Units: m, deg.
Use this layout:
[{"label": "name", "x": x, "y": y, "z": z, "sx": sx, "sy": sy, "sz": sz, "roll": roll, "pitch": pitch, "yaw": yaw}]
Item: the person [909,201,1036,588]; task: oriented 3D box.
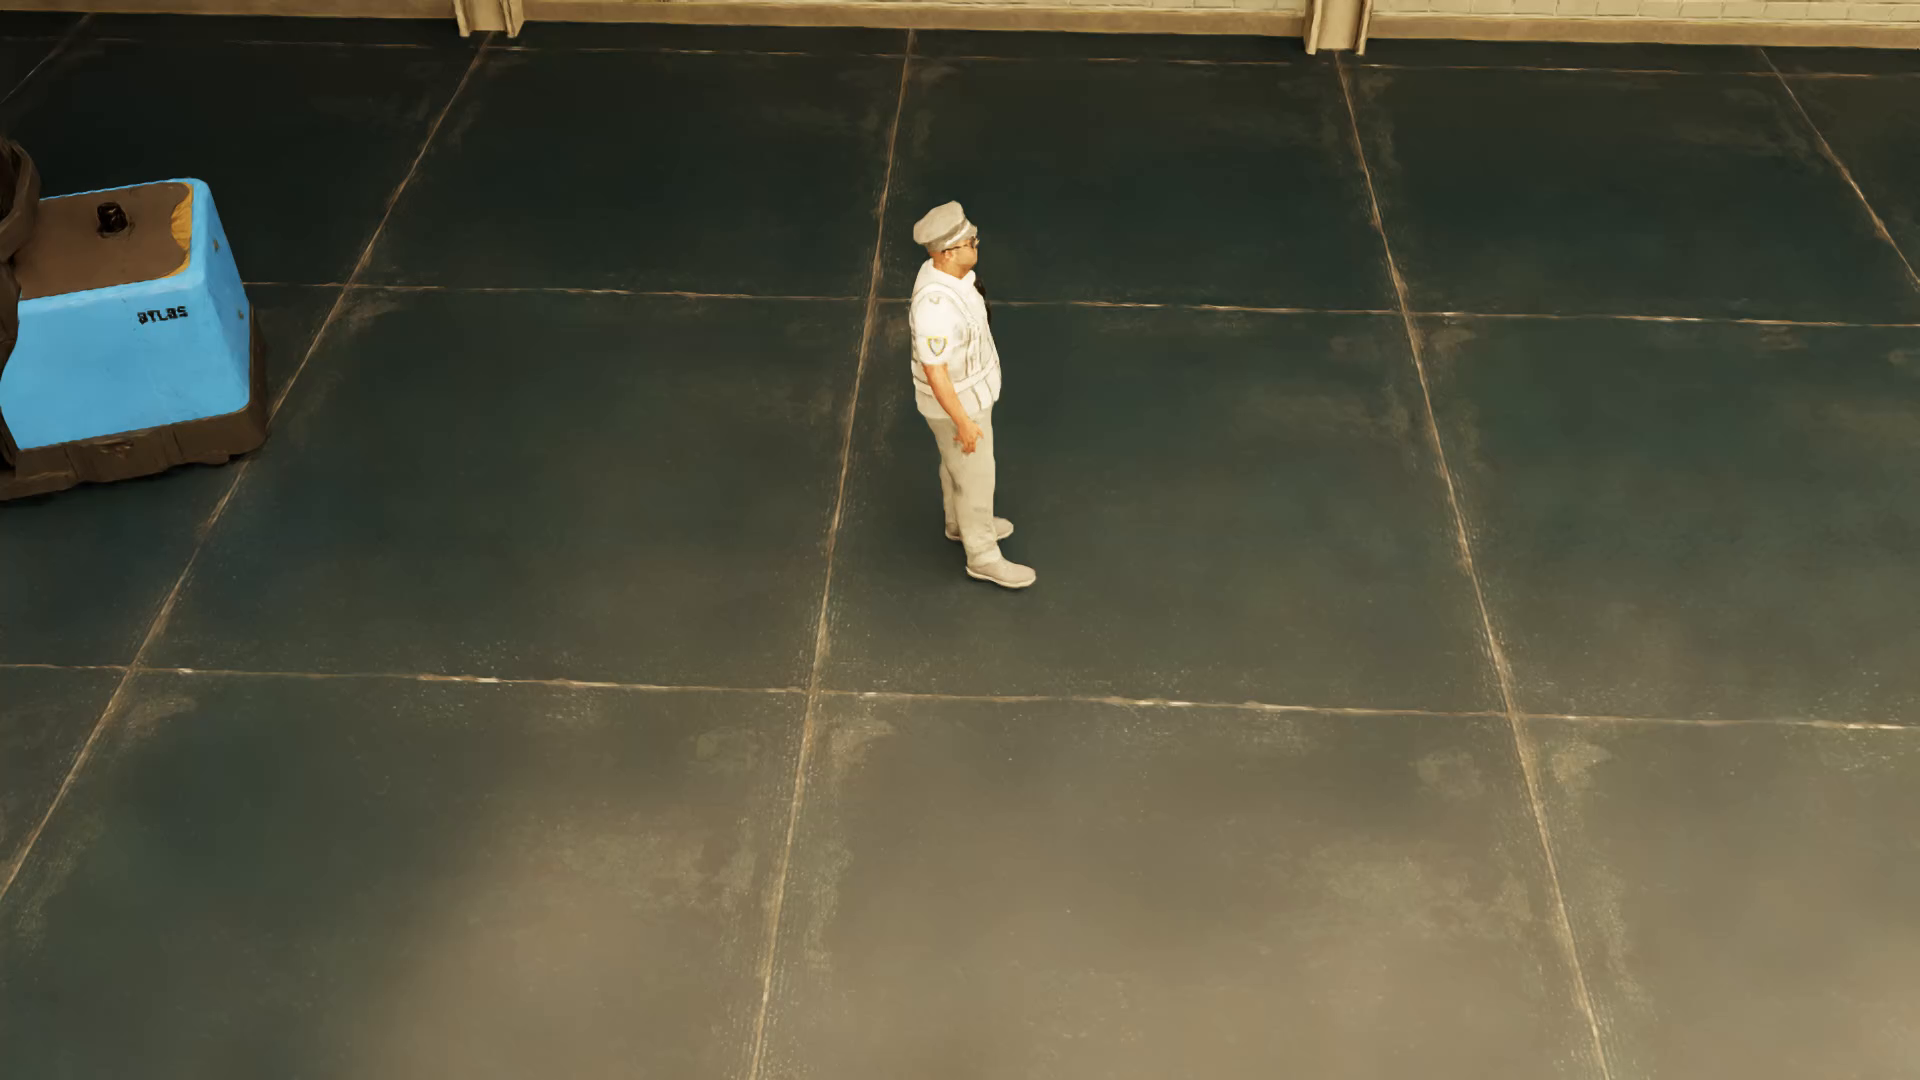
[{"label": "person", "x": 0.077, "y": -0.653, "z": 7.299, "sx": 0.574, "sy": 1.781, "sz": 0.640, "roll": 2, "pitch": 42, "yaw": 2}]

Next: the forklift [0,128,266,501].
[{"label": "forklift", "x": -5.068, "y": -1.517, "z": 7.404, "sx": 3.031, "sy": 2.935, "sz": 1.130, "roll": -12, "pitch": 44, "yaw": -13}]
